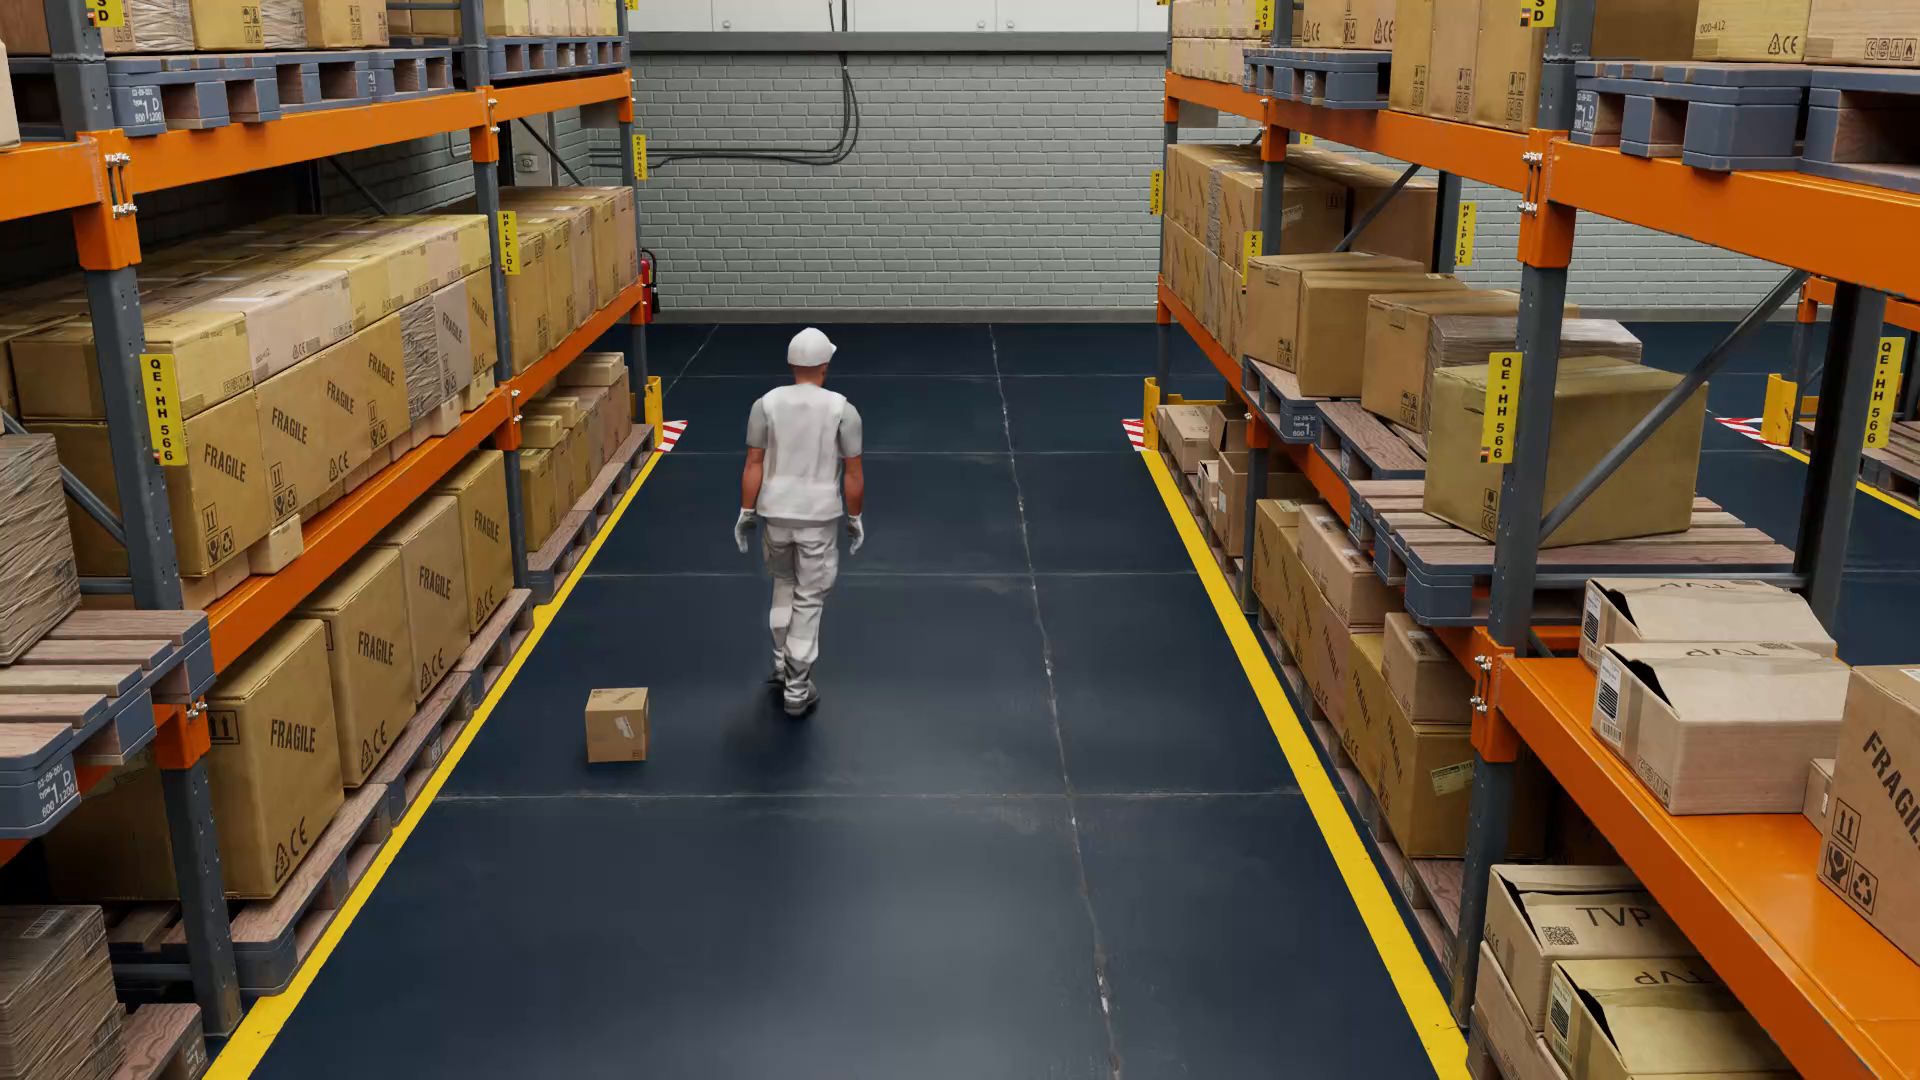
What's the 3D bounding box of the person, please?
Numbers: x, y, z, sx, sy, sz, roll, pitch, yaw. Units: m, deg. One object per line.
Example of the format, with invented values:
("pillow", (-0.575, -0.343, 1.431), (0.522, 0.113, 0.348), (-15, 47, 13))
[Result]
("person", (-0.736, -0.085, 7.746), (0.579, 1.782, 0.538), (3, 17, 11))
